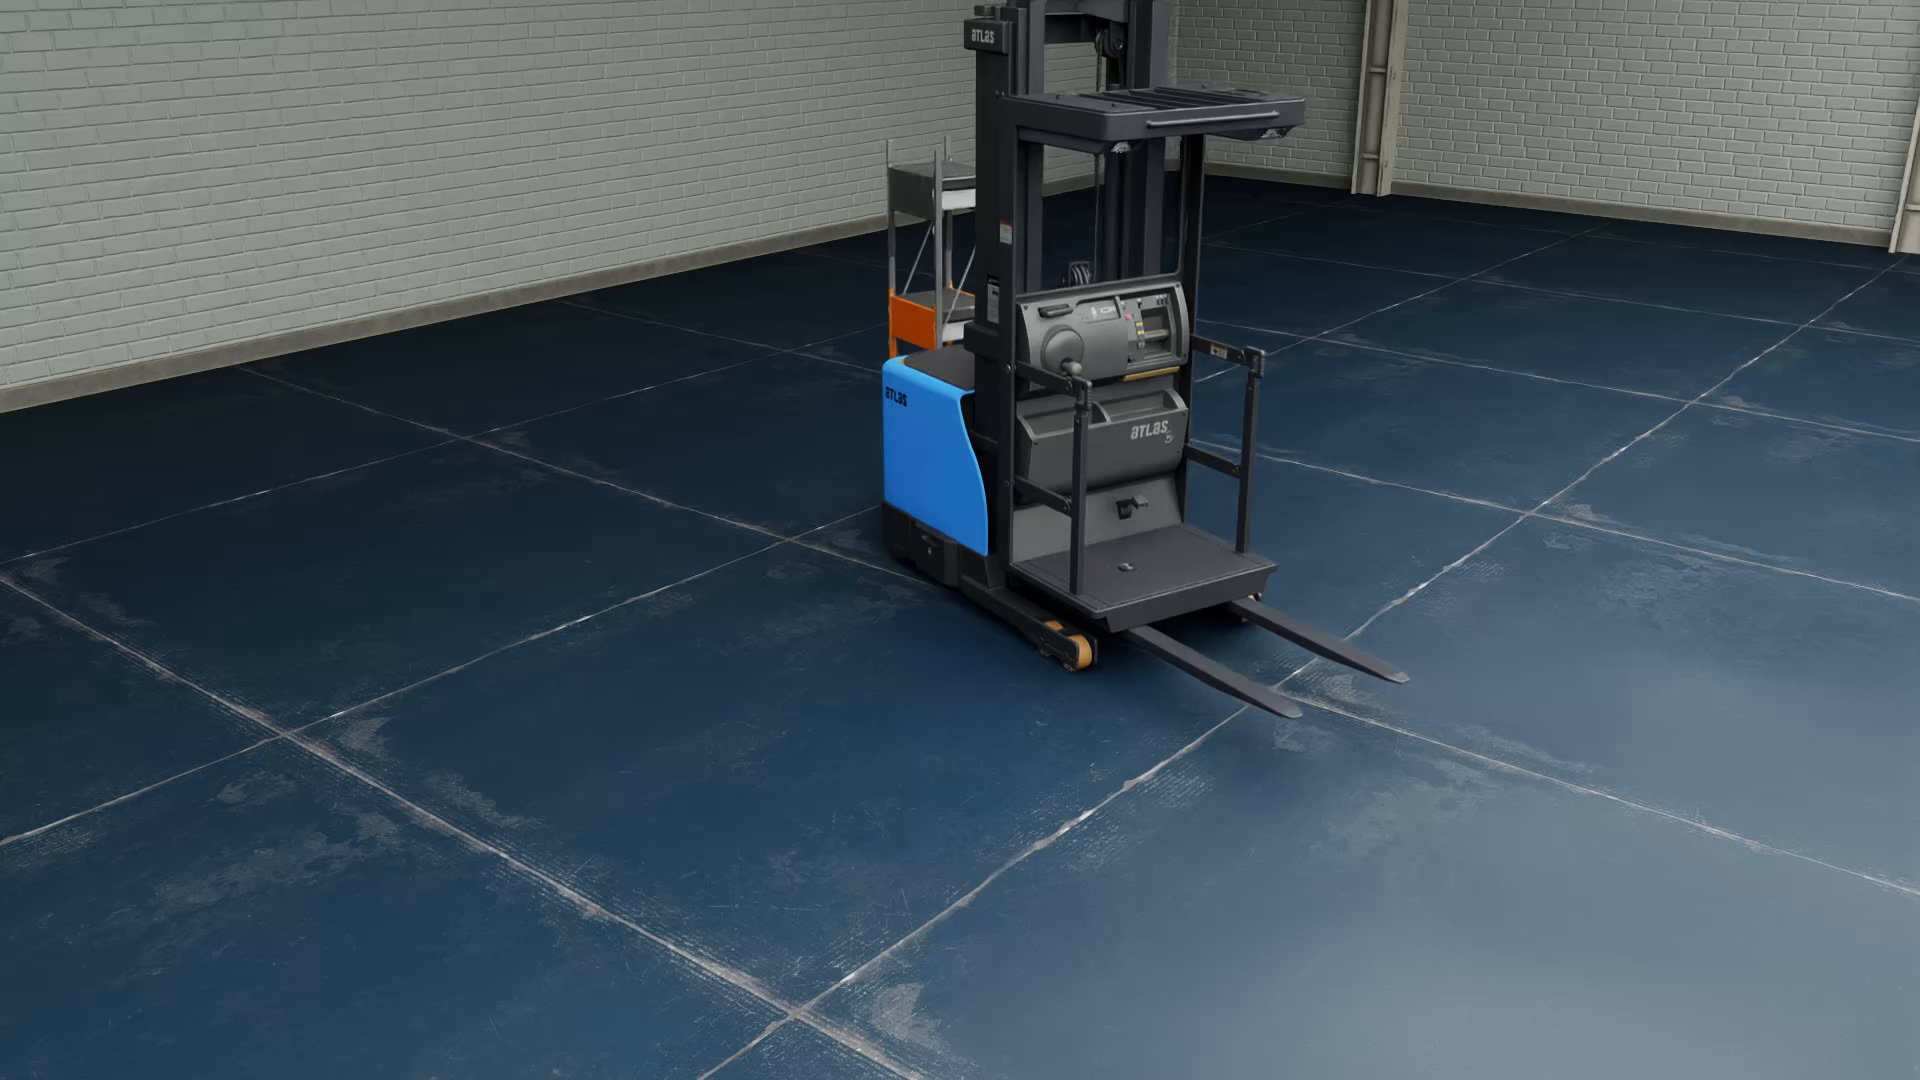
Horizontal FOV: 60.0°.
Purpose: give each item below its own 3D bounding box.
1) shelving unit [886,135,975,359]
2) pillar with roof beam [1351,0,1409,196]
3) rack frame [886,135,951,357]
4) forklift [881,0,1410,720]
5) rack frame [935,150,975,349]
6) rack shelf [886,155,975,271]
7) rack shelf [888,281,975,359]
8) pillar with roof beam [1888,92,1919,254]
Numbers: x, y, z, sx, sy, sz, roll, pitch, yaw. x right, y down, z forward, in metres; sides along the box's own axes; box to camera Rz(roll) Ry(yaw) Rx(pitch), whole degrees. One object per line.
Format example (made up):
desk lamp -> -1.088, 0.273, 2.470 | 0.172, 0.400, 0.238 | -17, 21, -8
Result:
shelving unit -> -0.089, -1.119, 9.160 | 0.431, 2.100, 0.503 | -13, 24, -30
pillar with roof beam -> 2.344, -7.307, 15.792 | 0.400, 9.000, 9.100 | 16, 26, 36
rack frame -> -0.221, -1.192, 9.353 | 0.400, 2.100, 0.015 | -13, 24, -30
forklift -> 0.796, -0.963, 7.567 | 1.130, 2.935, 3.031 | -13, 24, -30
rack frame -> 0.042, -1.047, 8.968 | 0.400, 2.100, 0.015 | -13, 24, -30
rack shelf -> -0.089, -1.761, 8.918 | 0.431, 0.518, 0.480 | -13, 24, -30
rack shelf -> -0.089, -1.107, 9.165 | 0.431, 0.518, 0.480 | -13, 24, -30
pillar with roof beam -> 6.992, -5.969, 12.242 | 0.400, 9.000, 9.100 | 16, 26, 36
